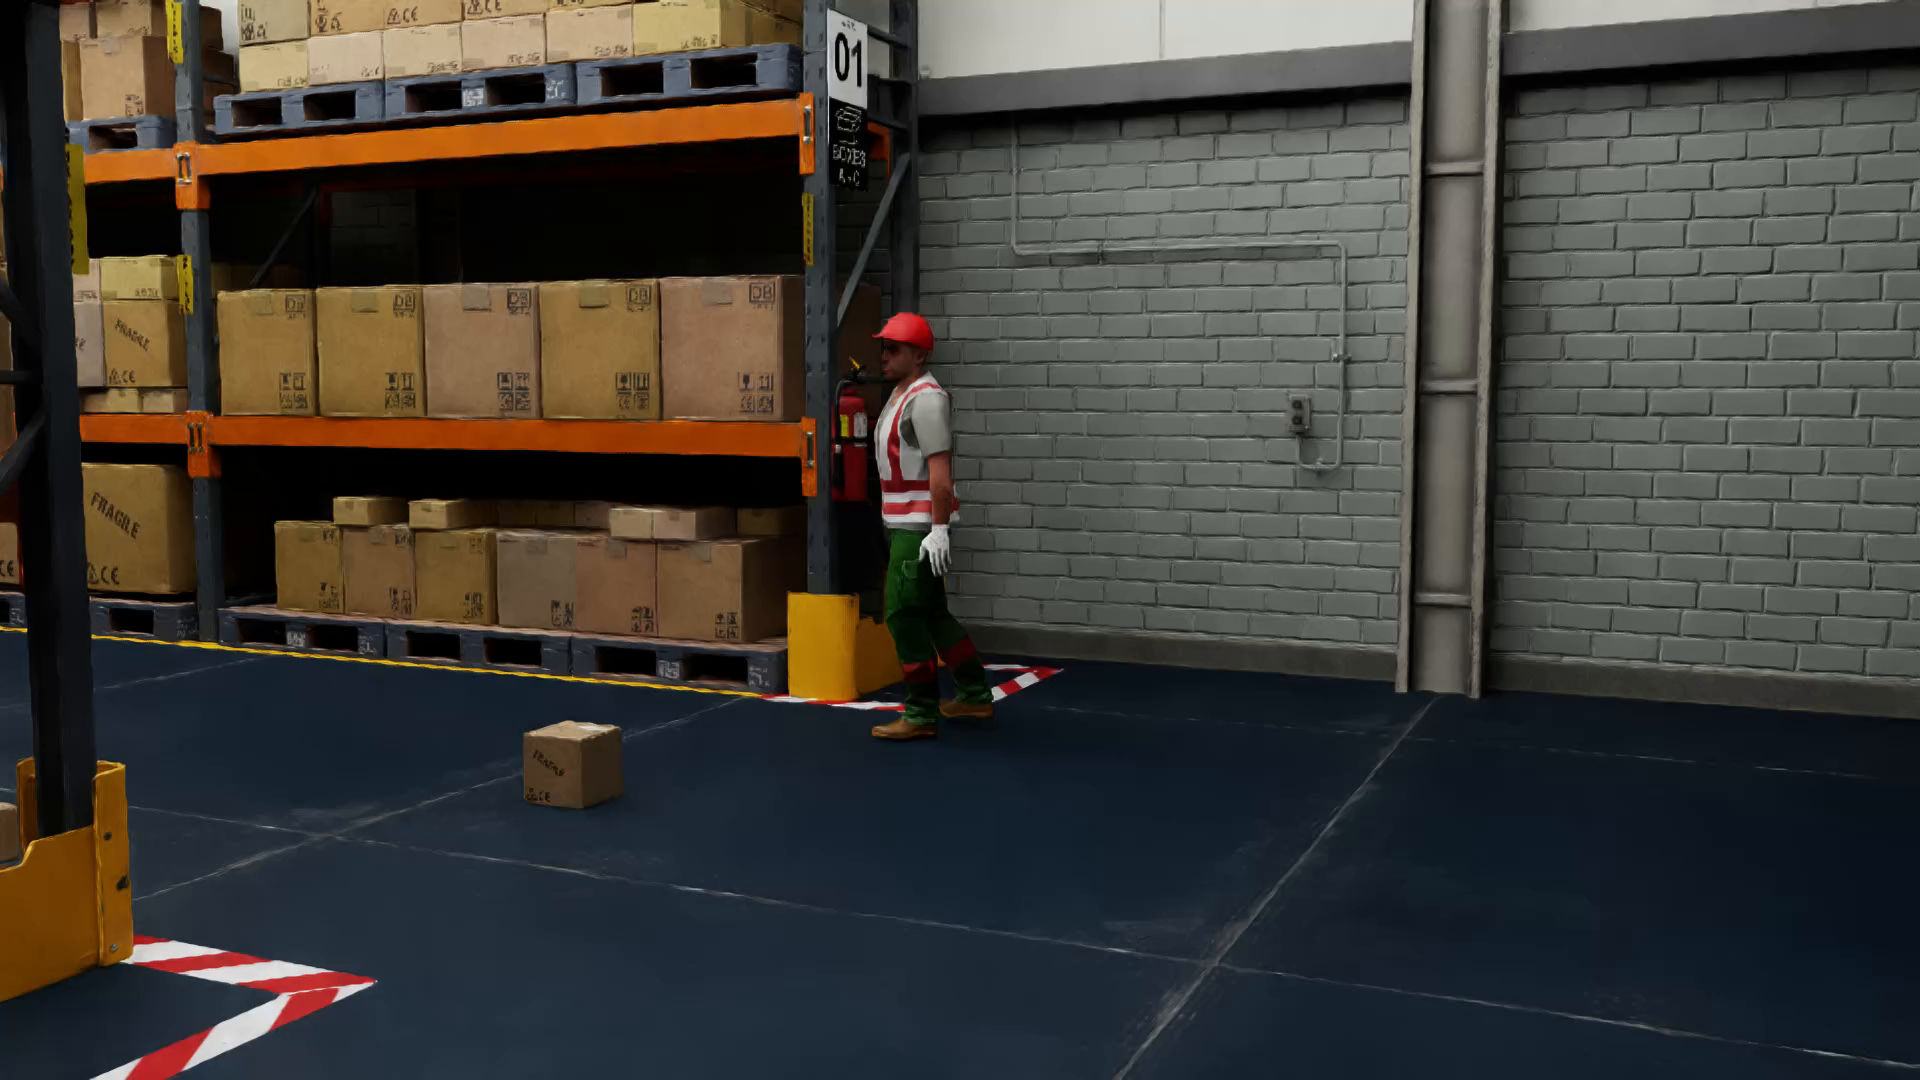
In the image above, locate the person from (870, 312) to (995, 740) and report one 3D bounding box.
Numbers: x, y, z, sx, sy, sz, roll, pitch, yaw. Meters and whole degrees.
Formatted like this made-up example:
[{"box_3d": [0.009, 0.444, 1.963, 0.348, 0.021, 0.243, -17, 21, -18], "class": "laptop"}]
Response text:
[{"box_3d": [-0.109, -0.057, 6.972, 0.562, 1.777, 0.584, -1, 6, -11], "class": "person"}]
